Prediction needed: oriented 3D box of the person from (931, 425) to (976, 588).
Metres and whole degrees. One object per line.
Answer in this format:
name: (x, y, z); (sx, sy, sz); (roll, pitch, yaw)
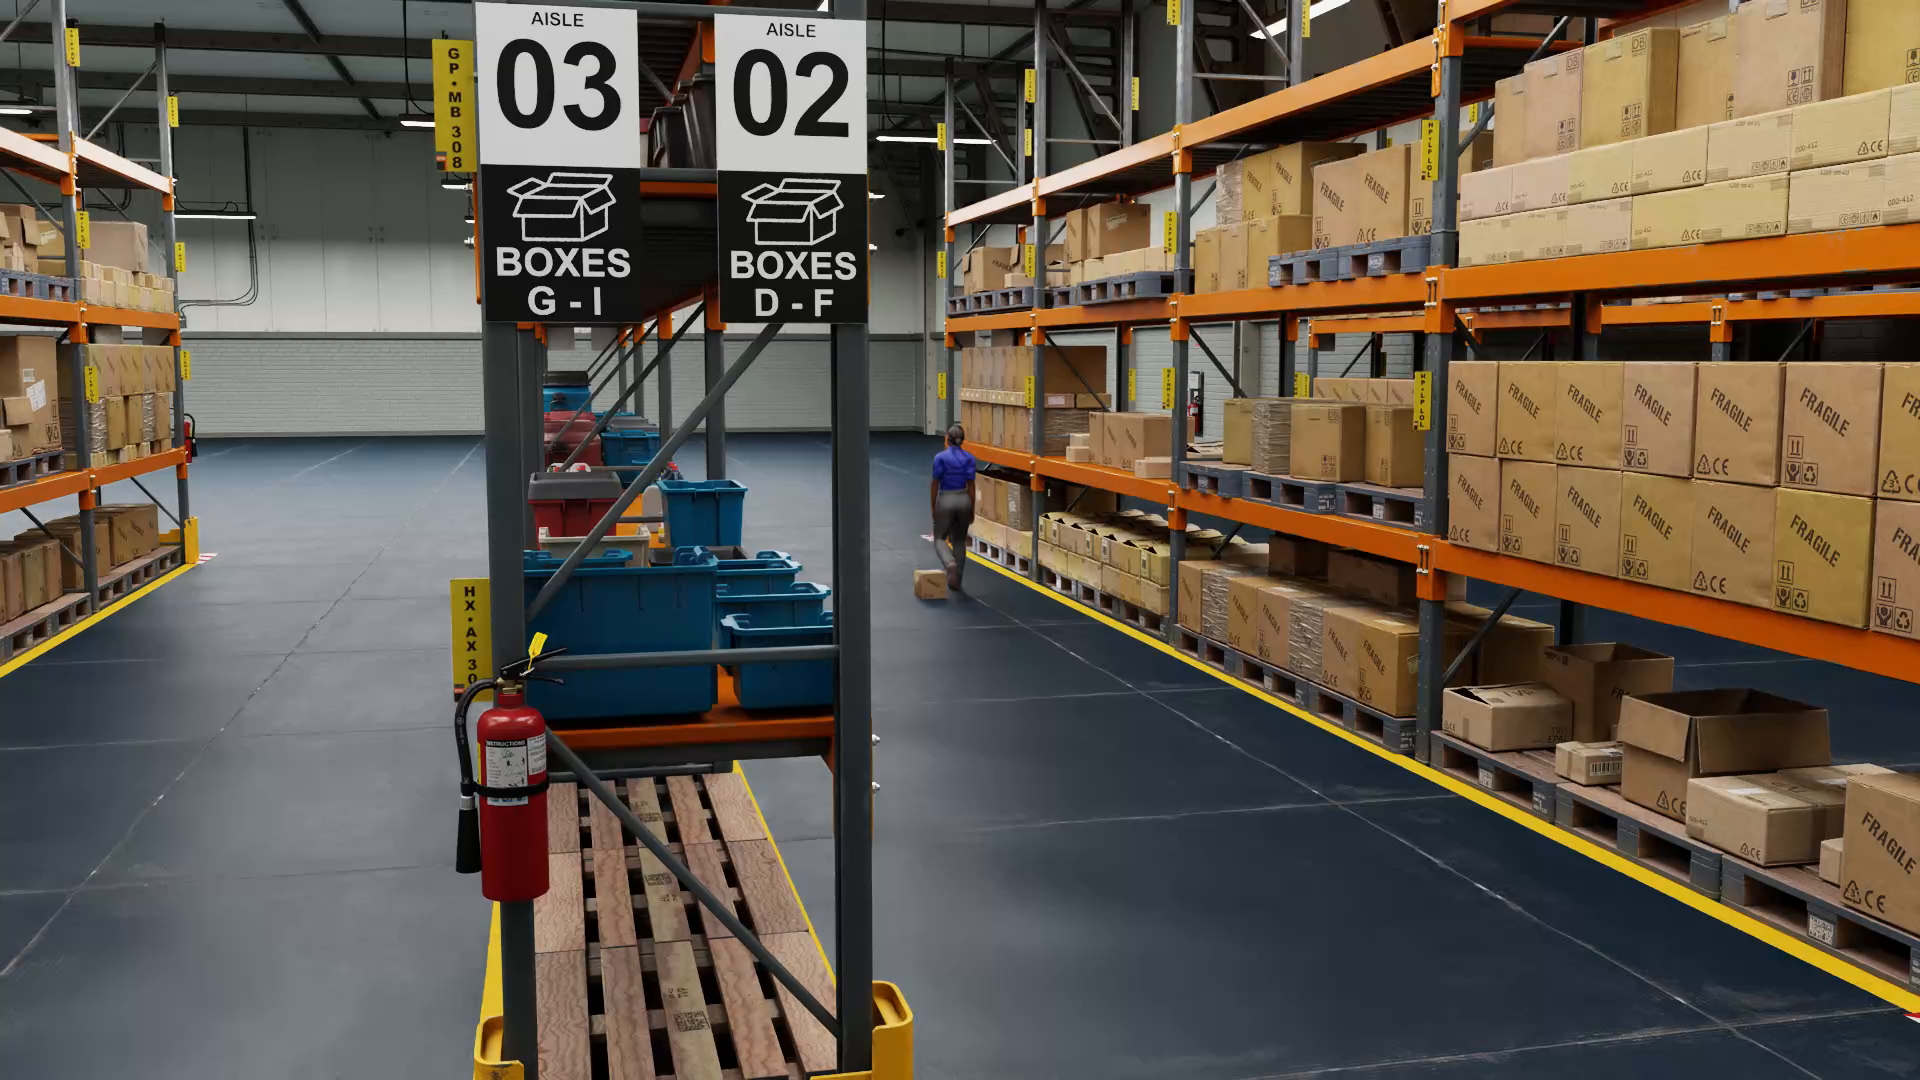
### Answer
person: (-0.065, -0.322, 16.496); (0.450, 1.635, 0.651); (-1, 6, -13)
